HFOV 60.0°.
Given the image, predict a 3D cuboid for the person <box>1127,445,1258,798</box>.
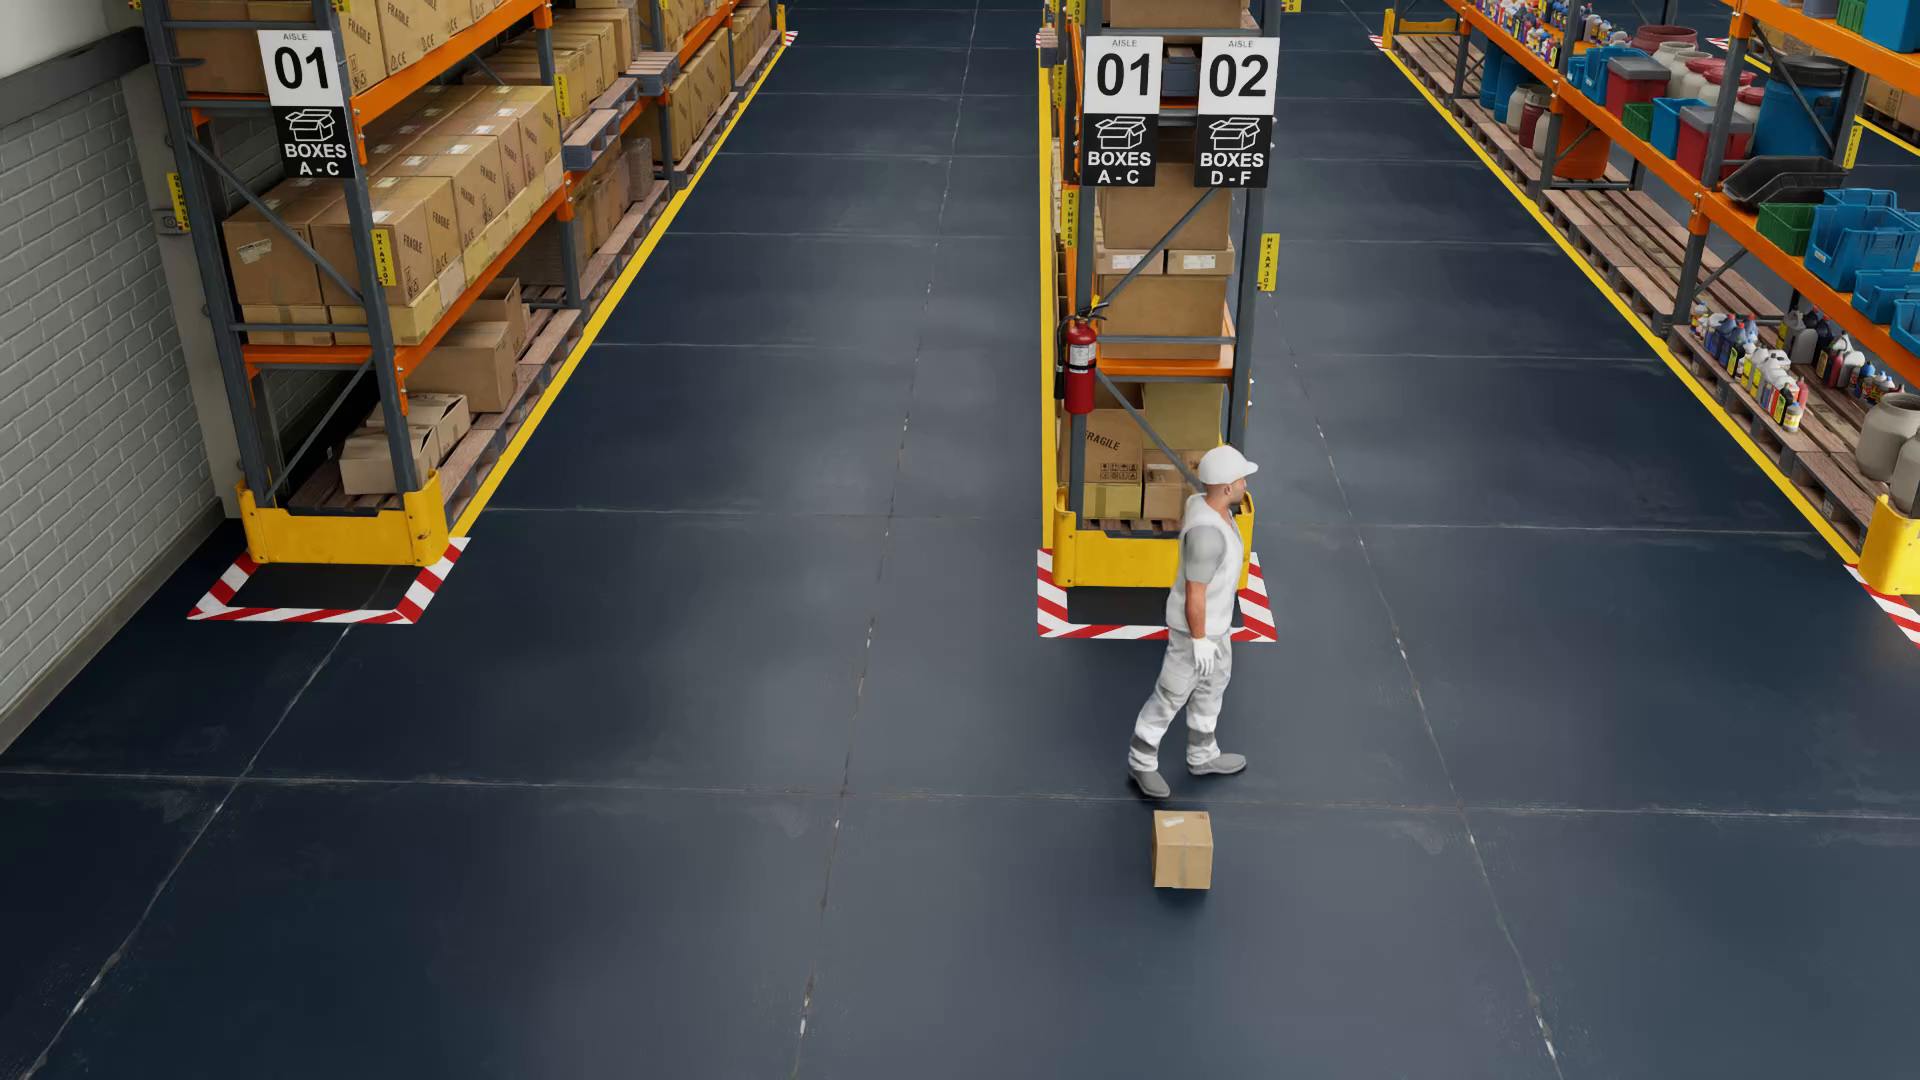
[{"bbox_3d":[1.123,0.385,7.862,0.564,1.788,0.570,7,29,13],"label":"person"}]
